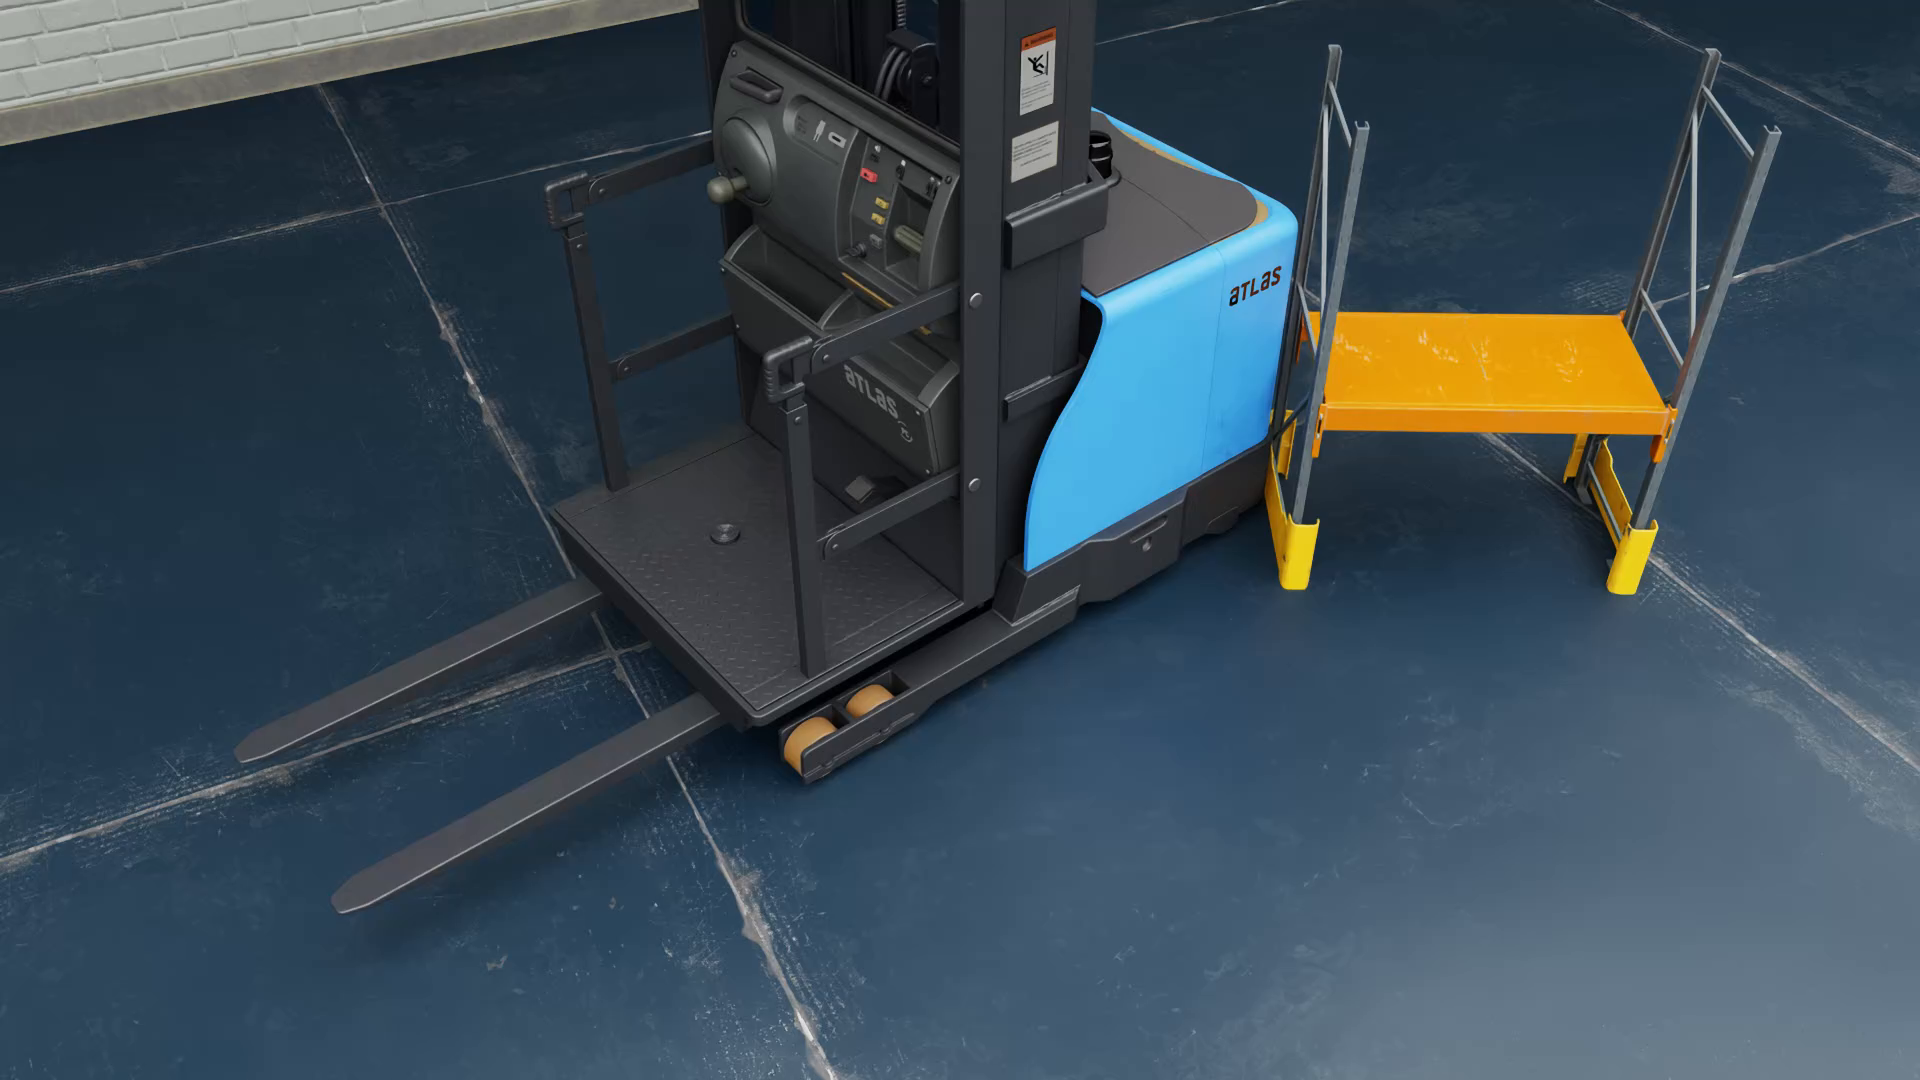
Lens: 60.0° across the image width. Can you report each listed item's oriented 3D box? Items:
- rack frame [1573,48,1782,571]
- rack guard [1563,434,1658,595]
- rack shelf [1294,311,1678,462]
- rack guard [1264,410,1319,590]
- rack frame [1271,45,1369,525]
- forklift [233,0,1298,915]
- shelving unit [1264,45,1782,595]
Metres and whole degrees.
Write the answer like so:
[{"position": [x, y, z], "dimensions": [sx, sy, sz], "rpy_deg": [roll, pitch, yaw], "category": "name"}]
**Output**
[{"position": [2.026, -0.596, 4.794], "dimensions": [0.032, 1.500, 0.500], "rpy_deg": [1, 40, 1], "category": "rack frame"}, {"position": [2.025, -0.119, 5.197], "dimensions": [0.087, 0.250, 0.587], "rpy_deg": [1, 40, 1], "category": "rack guard"}, {"position": [1.518, -0.467, 4.919], "dimensions": [1.000, 0.185, 0.538], "rpy_deg": [1, 40, 1], "category": "rack shelf"}, {"position": [1.029, -0.134, 5.215], "dimensions": [0.087, 0.250, 0.587], "rpy_deg": [1, 40, 1], "category": "rack guard"}, {"position": [1.010, -0.612, 4.812], "dimensions": [0.032, 1.500, 0.500], "rpy_deg": [1, 40, 1], "category": "rack frame"}, {"position": [-0.486, -0.861, 3.999], "dimensions": [3.031, 2.935, 1.130], "rpy_deg": [-28, 48, -29], "category": "forklift"}, {"position": [1.527, -0.604, 4.803], "dimensions": [1.083, 1.500, 0.587], "rpy_deg": [1, 40, 1], "category": "shelving unit"}]
